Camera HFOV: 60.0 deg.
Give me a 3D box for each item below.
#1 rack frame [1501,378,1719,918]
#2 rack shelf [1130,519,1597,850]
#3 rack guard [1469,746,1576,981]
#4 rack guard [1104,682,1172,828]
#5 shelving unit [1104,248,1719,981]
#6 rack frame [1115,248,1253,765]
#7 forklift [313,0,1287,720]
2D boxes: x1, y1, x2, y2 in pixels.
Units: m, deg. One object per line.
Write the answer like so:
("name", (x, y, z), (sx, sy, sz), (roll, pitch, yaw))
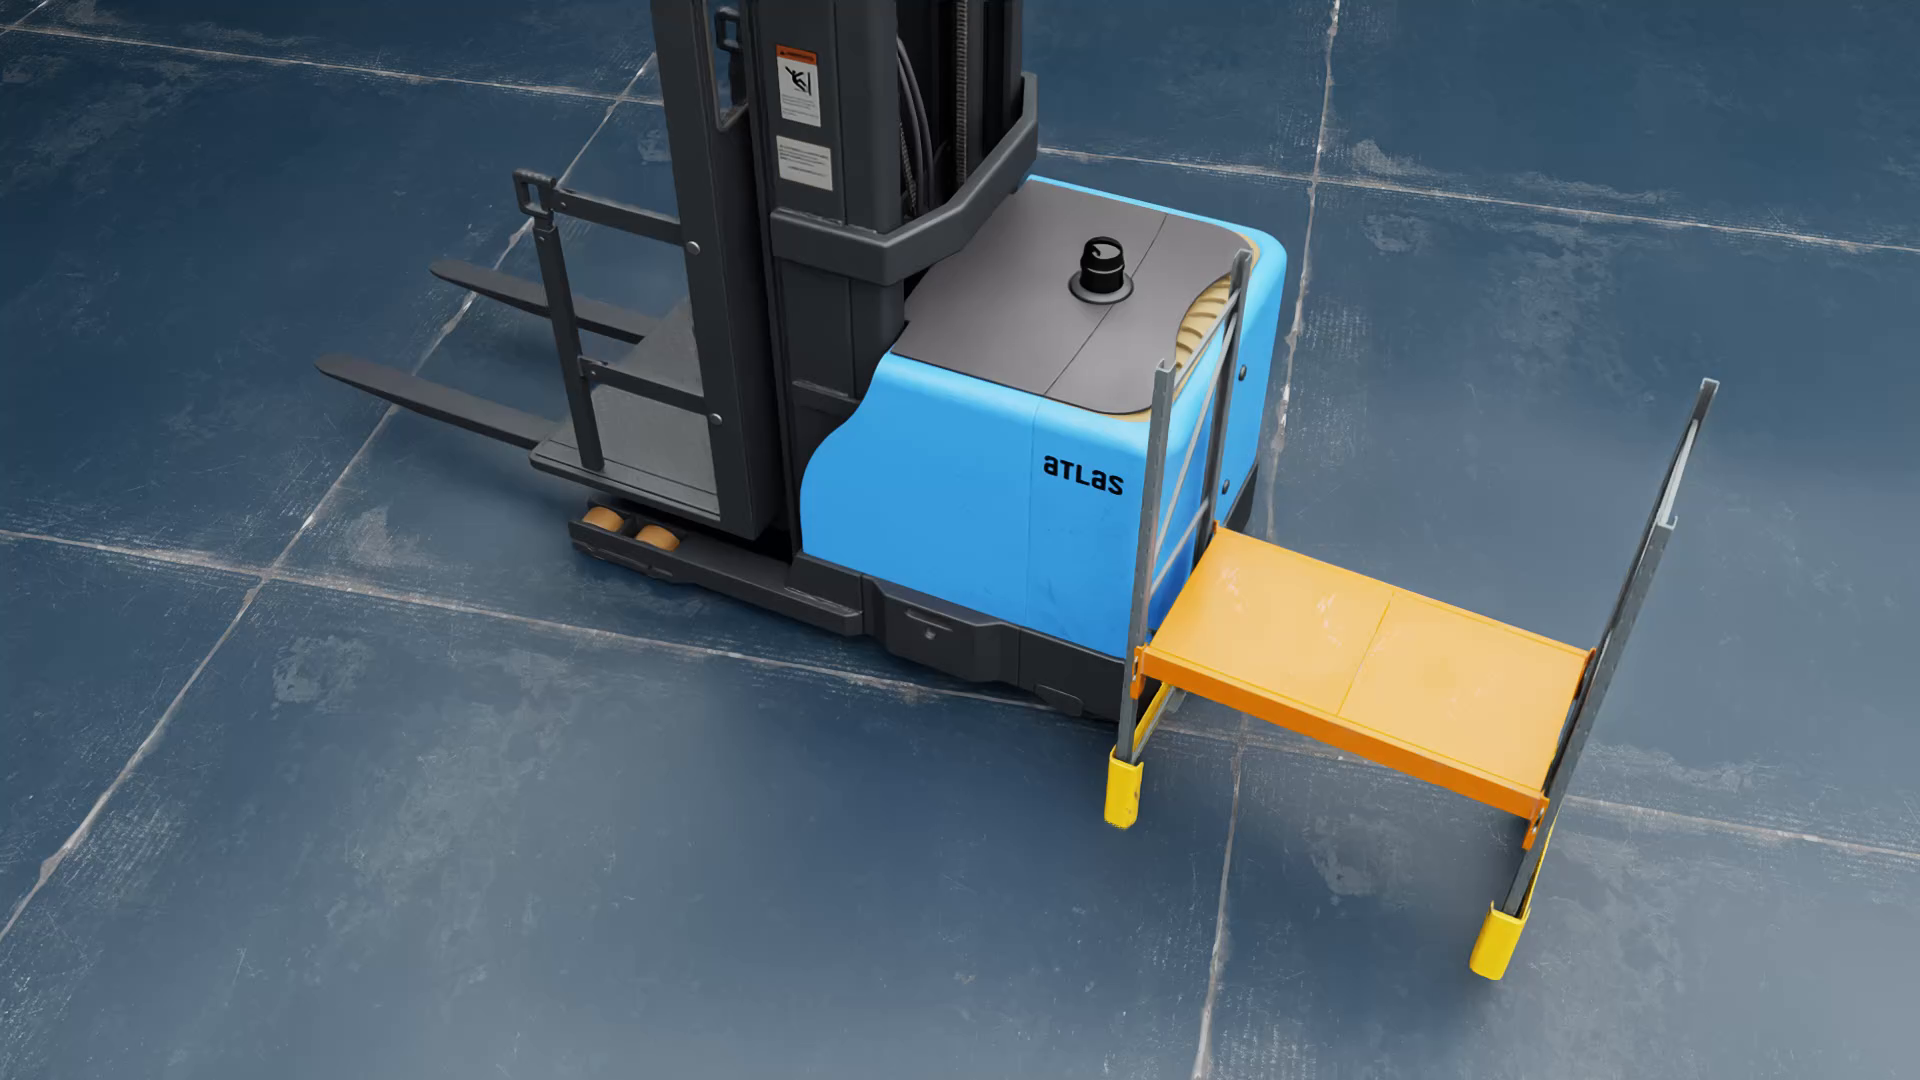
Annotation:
("rack frame", (1.436, 0.362, 3.792), (0.032, 1.500, 0.500), (20, 47, 20))
("rack shelf", (0.986, 0.329, 4.086), (1.000, 0.185, 0.538), (20, 47, 20))
("rack guard", (1.435, 0.812, 4.226), (0.087, 0.250, 0.587), (20, 47, 20))
("rack guard", (0.552, 0.492, 4.558), (0.087, 0.250, 0.587), (20, 47, 20))
("shelving unit", (0.994, 0.202, 3.959), (1.083, 1.500, 0.587), (20, 47, 20))
("rack frame", (0.535, 0.036, 4.131), (0.032, 1.500, 0.500), (20, 47, 20))
("forklift", (-0.644, -1.250, 4.435), (3.031, 2.935, 1.130), (18, 47, 18))
